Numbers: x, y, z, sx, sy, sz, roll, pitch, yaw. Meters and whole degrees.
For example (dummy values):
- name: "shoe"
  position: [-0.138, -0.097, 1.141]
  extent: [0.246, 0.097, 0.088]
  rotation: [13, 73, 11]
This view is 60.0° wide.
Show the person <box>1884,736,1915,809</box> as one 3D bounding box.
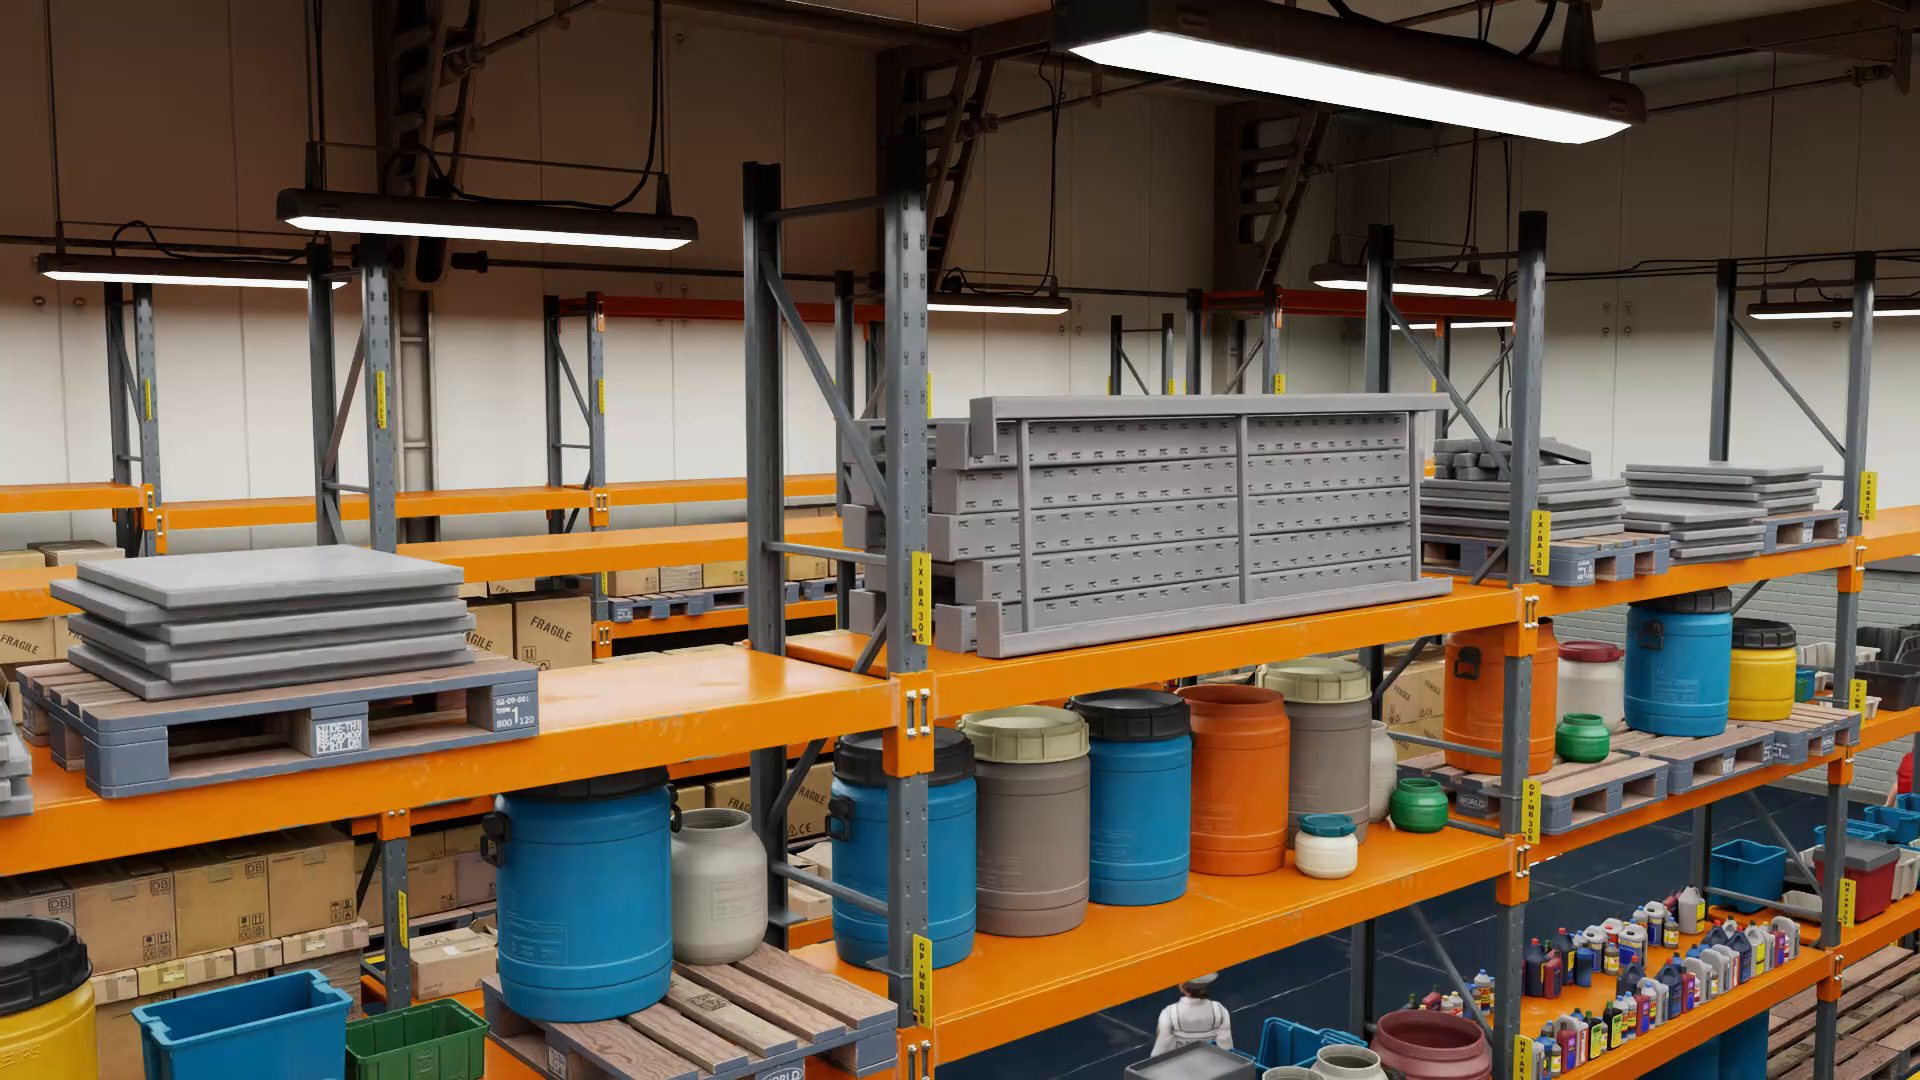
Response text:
- name: "person"
  position: [9.506, 2.715, 16.550]
  extent: [0.979, 1.672, 0.630]
  rotation: [-5, 7, -41]

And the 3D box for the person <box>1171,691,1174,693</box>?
- name: "person"
  position: [2.473, 2.528, 19.093]
  extent: [0.495, 1.608, 0.336]
  rotation: [-2, 6, -24]

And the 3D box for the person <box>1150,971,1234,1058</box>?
- name: "person"
  position: [1.412, 3.370, 10.158]
  extent: [0.529, 1.746, 0.511]
  rotation: [1, 6, 11]
